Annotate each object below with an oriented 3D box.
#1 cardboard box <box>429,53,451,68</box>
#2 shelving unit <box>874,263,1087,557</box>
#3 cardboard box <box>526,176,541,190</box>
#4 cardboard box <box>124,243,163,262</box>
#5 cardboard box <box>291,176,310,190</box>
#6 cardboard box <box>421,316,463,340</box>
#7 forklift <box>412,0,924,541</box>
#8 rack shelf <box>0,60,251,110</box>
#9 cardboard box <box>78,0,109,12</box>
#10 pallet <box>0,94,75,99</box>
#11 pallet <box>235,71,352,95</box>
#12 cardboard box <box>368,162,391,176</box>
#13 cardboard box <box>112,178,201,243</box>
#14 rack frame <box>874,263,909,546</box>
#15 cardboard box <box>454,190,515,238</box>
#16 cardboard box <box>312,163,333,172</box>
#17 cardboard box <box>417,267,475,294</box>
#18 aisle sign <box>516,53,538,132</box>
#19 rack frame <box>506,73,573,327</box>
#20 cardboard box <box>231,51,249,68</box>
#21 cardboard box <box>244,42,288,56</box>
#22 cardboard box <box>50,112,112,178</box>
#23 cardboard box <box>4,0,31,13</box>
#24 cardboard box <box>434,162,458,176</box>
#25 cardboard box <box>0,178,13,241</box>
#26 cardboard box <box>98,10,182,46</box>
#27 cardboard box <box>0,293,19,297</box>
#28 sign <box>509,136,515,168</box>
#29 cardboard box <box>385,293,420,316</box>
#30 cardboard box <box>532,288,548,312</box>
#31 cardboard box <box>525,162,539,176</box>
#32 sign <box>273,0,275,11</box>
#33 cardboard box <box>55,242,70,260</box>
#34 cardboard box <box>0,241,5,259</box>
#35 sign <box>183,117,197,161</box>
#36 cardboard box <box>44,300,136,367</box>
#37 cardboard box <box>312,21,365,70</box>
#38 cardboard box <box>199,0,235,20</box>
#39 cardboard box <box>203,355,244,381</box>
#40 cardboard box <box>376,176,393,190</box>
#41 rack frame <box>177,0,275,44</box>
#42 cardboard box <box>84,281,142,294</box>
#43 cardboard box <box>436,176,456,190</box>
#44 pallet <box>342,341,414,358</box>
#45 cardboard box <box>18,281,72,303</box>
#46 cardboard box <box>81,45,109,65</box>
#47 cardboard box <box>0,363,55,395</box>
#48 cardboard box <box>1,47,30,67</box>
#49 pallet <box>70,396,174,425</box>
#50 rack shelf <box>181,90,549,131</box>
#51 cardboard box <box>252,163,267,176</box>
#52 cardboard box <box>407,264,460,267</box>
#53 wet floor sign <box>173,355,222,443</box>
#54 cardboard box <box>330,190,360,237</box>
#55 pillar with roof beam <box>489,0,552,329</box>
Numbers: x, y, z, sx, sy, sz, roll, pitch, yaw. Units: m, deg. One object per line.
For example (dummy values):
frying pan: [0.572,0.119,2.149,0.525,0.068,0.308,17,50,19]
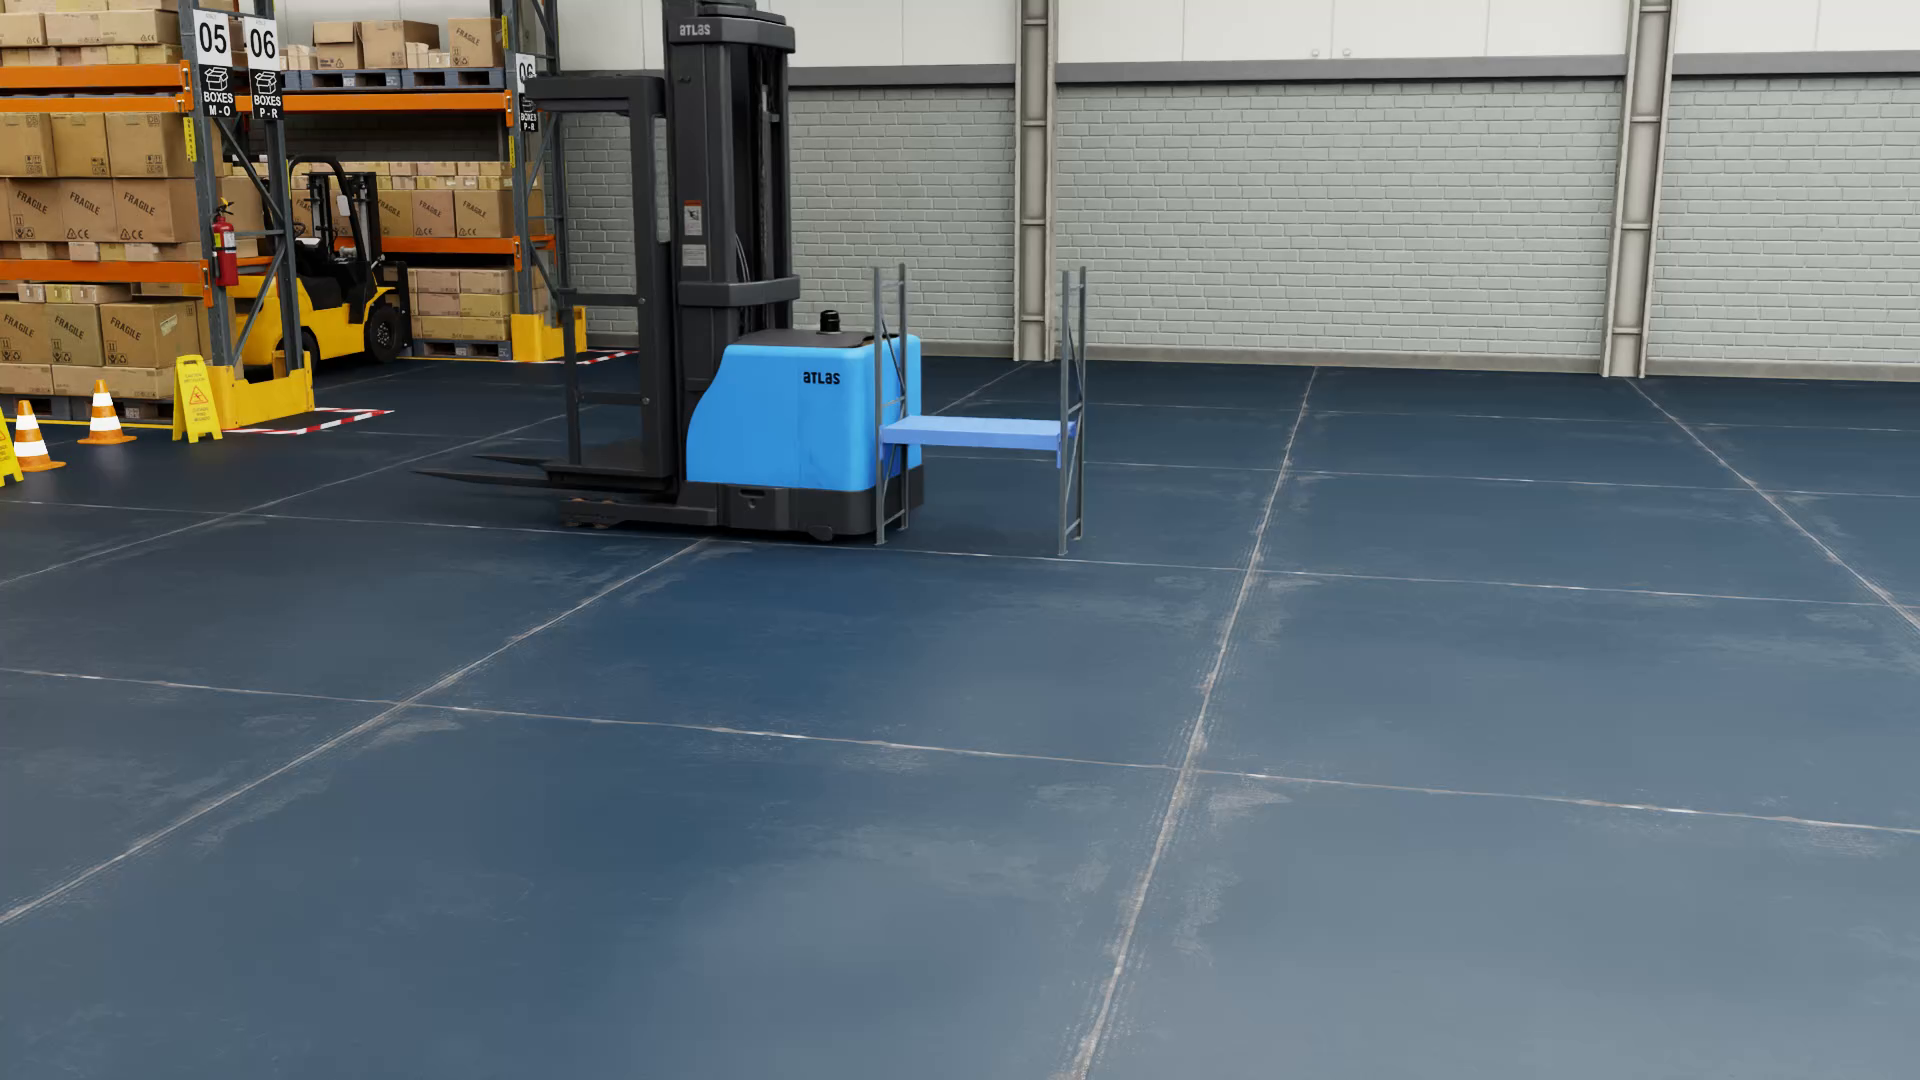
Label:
cardboard box: [-5.438,-5.085,17.681,0.250,0.149,0.380,3,13,12]
shelving unit: [0.114,-0.724,9.035,1.048,1.500,0.538,3,13,15]
cardboard box: [-4.828,-3.948,18.373,0.250,0.149,0.380,3,13,12]
cardboard box: [-6.434,-2.308,13.290,0.250,0.149,0.380,3,13,13]
cardboard box: [-7.211,-3.948,18.375,0.250,0.149,0.380,3,13,13]
cardboard box: [-5.573,-2.358,18.317,0.500,0.250,0.500,3,13,14]
forklift: [-1.788,-1.594,9.651,3.031,2.935,1.130,4,13,18]
rack shelf: [-7.688,-3.683,13.644,4.000,0.370,1.077,3,13,14]
cardboard box: [-6.639,-4.183,12.978,0.250,0.149,0.380,3,13,13]
pallet: [-10.561,-5.224,19.363,1.213,0.211,1.003,4,13,16]
pallet: [-7.610,-5.100,18.574,1.213,0.211,1.003,3,13,14]
cardboard box: [-6.222,-4.040,18.103,0.250,0.149,0.380,3,13,15]
cardboard box: [-6.340,-2.630,13.246,0.500,0.500,0.500,3,13,13]
rack frame: [-0.376,-0.753,9.166,0.032,1.500,0.500,3,13,15]
cardboard box: [-5.102,-3.529,17.984,0.500,0.500,0.500,3,13,12]
cardboard box: [-6.936,-4.099,18.369,0.250,0.149,0.380,3,13,13]
cardboard box: [-5.580,-2.844,18.199,0.500,0.250,0.500,3,13,15]
aisle sign: [-4.568,-4.714,17.554,0.004,0.787,0.394,3,13,14]
rack frame: [-4.561,-3.510,18.129,0.127,3.000,1.000,3,13,14]
cardboard box: [-5.991,-3.893,13.511,0.250,0.149,0.380,3,13,14]
cardboard box: [-7.695,-5.298,18.268,0.500,0.311,0.500,3,13,15]
cardboard box: [-6.784,-3.157,13.310,0.500,0.500,0.700,3,13,14]
cardboard box: [-7.357,-4.241,13.236,0.250,0.149,0.380,3,13,12]
cardboard box: [-5.467,-4.009,17.964,0.250,0.149,0.380,3,13,15]
cardboard box: [-7.797,-2.714,13.625,0.500,0.500,0.500,3,13,14]
cardboard box: [-6.308,-3.972,12.947,0.500,0.250,0.500,3,13,13]
cardboard box: [-8.002,-1.876,14.411,0.500,0.500,0.500,4,13,17]
sign: [-4.705,-4.078,17.467,0.005,0.325,0.100,3,13,14]
cardboard box: [-6.099,-2.627,18.373,0.500,0.250,0.500,3,13,12]
cardboard box: [-4.968,-2.685,18.634,0.500,0.250,0.500,3,13,15]
cardboard box: [-4.836,-4.083,18.297,0.250,0.149,0.380,3,13,12]
sign: [-5.617,-4.471,13.518,0.005,0.325,0.100,3,13,14]
cardboard box: [-7.150,-2.375,13.595,0.250,0.149,0.380,3,13,14]
cardboard box: [-7.910,-2.392,13.668,0.250,0.149,0.380,3,13,13]
sign: [-5.899,-3.070,12.743,0.005,0.325,0.100,3,13,14]
cardboard box: [-7.094,-1.708,13.654,0.500,0.500,0.500,4,13,16]
cardboard box: [-6.578,-5.363,18.117,0.637,0.503,0.797,3,13,15]
cardboard box: [-6.043,-4.258,13.316,0.250,0.149,0.380,3,13,13]
cardboard box: [-6.464,-1.429,14.127,0.500,0.250,0.500,3,13,13]
cardboard box: [-6.216,-3.896,18.140,0.250,0.149,0.380,3,13,14]
rack frame: [-5.747,-5.395,12.774,0.127,3.000,1.000,3,13,14]
cardboard box: [-9.705,-2.830,19.577,0.625,0.625,0.875,3,13,13]
cardboard box: [-5.457,-3.868,18.014,0.250,0.149,0.380,3,13,15]
pallet: [-6.494,-2.243,18.858,1.213,0.211,1.003,3,13,14]
cardboard box: [-7.458,-2.031,13.612,0.250,0.149,0.380,4,13,16]
cardboard box: [-6.659,-3.794,13.066,0.250,0.149,0.380,3,13,15]
cardboard box: [-7.606,-1.369,13.856,0.500,0.250,0.500,3,13,12]
cardboard box: [-7.397,-3.840,13.270,0.250,0.149,0.380,3,13,12]
pallet: [-6.601,-1.158,13.967,1.213,0.211,1.003,3,13,14]
rack shelf: [-6.503,-4.727,18.350,4.000,0.370,1.077,3,13,14]
cardboard box: [-7.681,-4.143,18.569,0.250,0.149,0.380,3,13,12]
cardboard box: [-5.951,-2.979,18.806,0.500,0.250,0.500,3,13,13]
wet floor sign: [-5.819,-1.082,12.620,0.232,0.644,0.267,8,15,33]
cardboard box: [-6.592,-3.608,18.341,0.500,0.500,0.500,3,13,14]
pillar with roof beam: [-6.053,-5.759,14.416,0.400,9.000,9.100,3,13,14]
